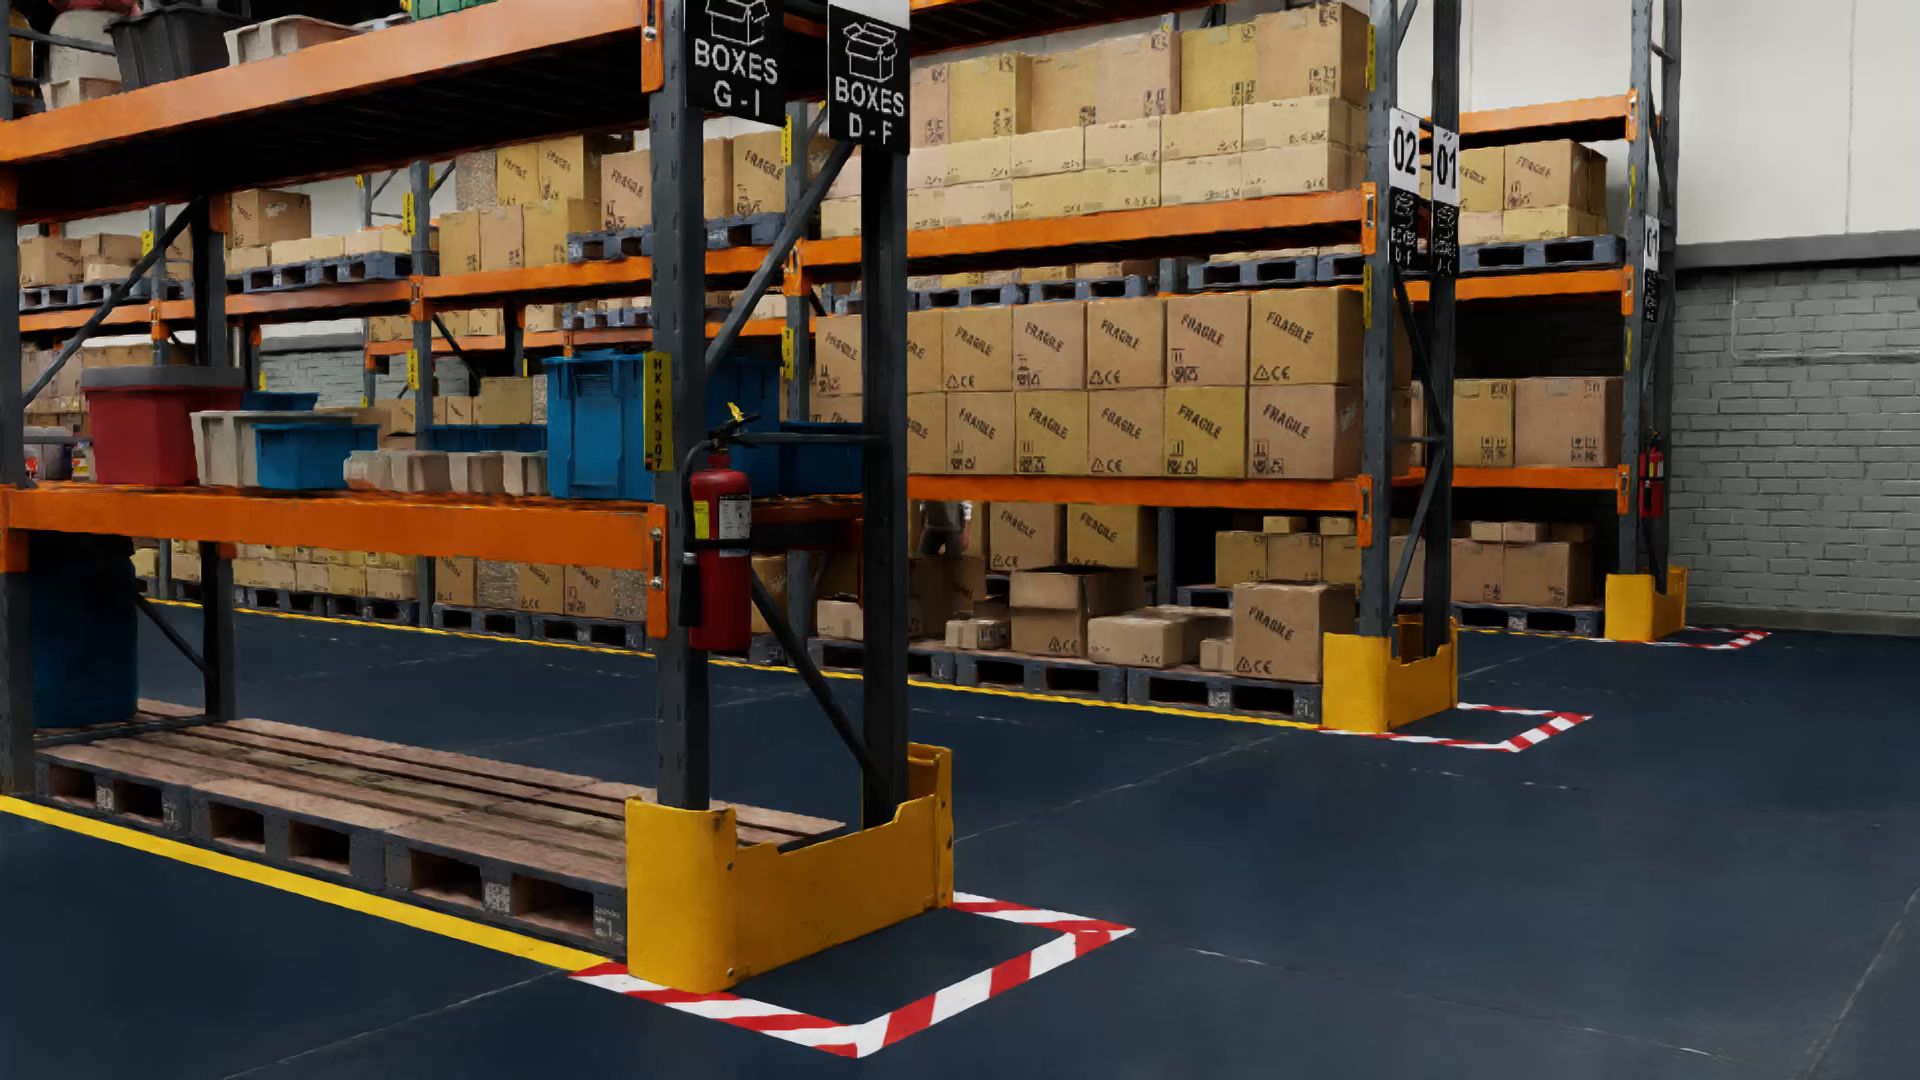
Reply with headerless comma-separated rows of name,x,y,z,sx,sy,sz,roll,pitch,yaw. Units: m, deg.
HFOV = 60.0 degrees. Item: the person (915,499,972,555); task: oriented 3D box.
person,-0.111,-0.054,12.857,0.511,1.593,0.401,3,4,39
